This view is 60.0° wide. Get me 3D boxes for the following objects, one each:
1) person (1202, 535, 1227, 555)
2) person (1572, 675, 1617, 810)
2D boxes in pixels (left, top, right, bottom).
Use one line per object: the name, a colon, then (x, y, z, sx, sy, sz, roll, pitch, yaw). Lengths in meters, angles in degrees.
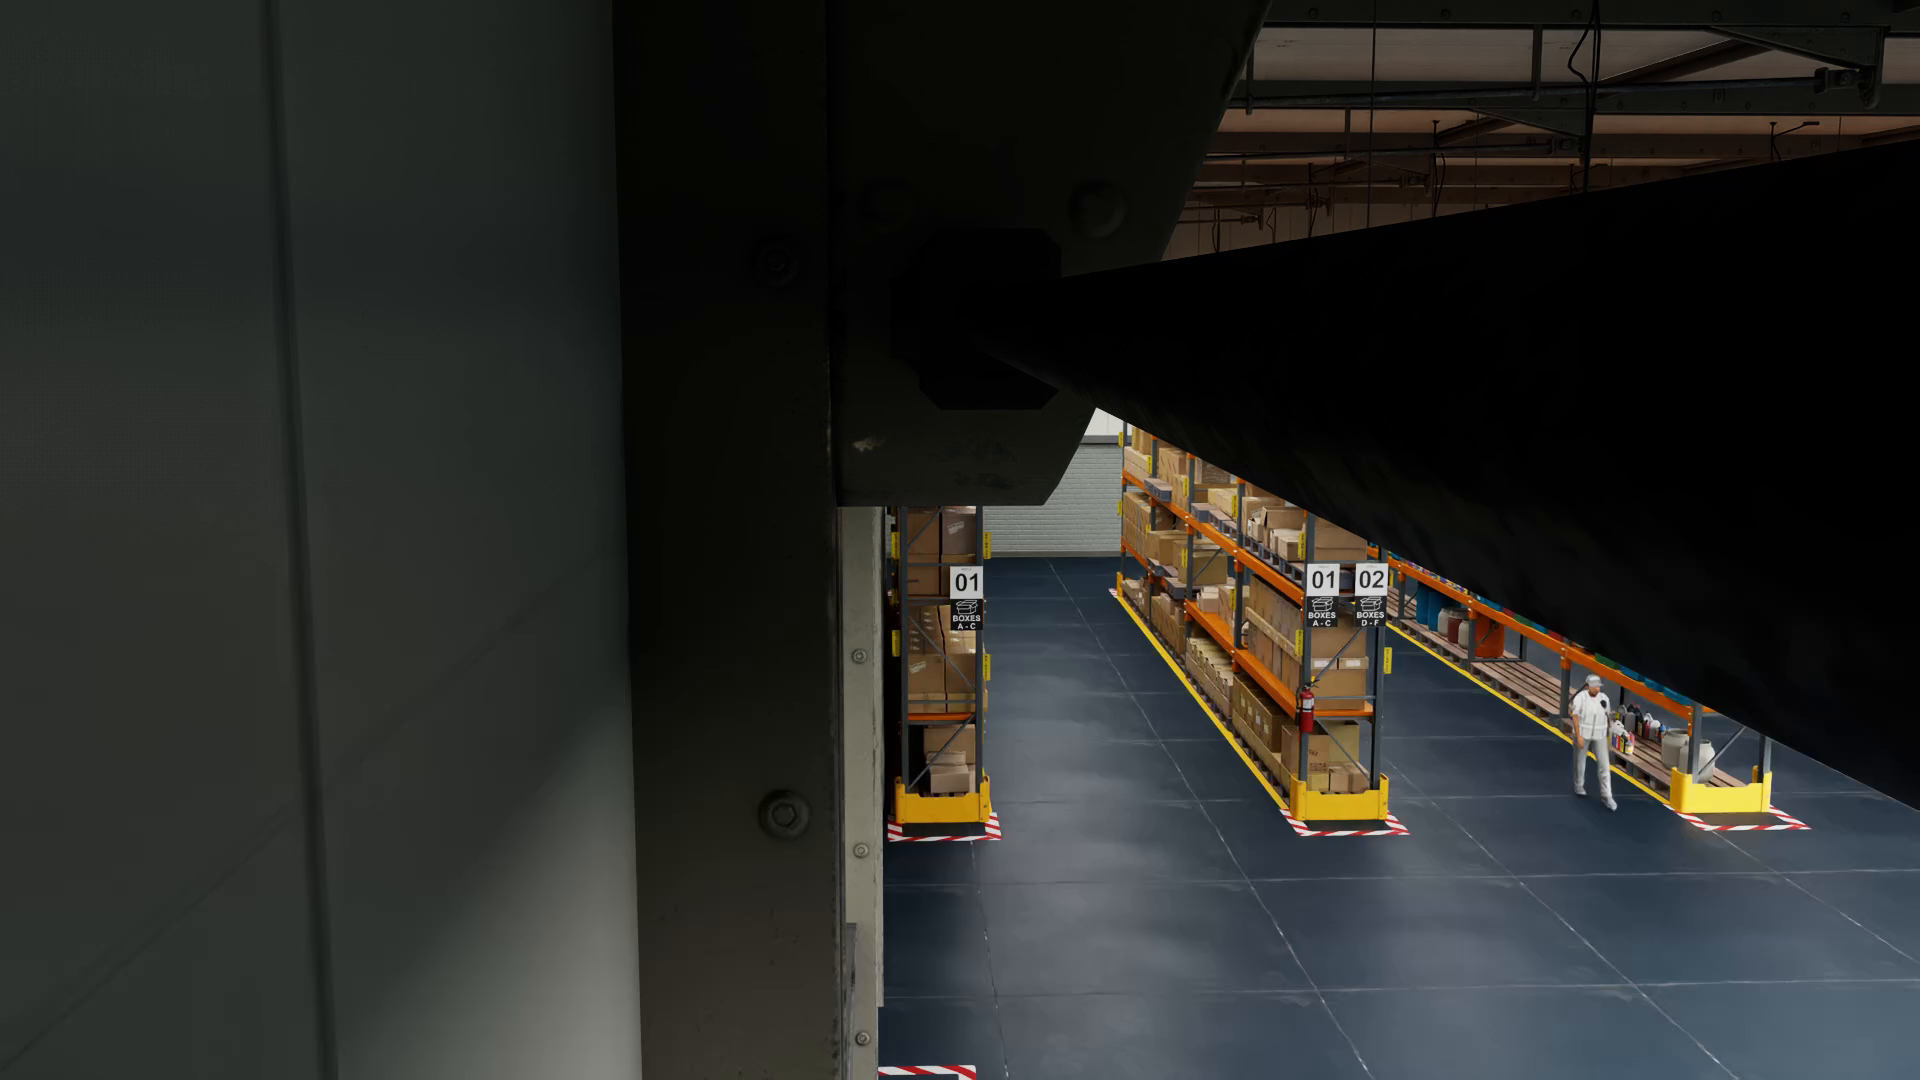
person: (5.612, 0.325, 36.615, 0.612, 1.727, 1.090, -1, 8, -4)
person: (8.104, 2.527, 21.272, 0.537, 1.622, 0.889, 2, 8, 12)
